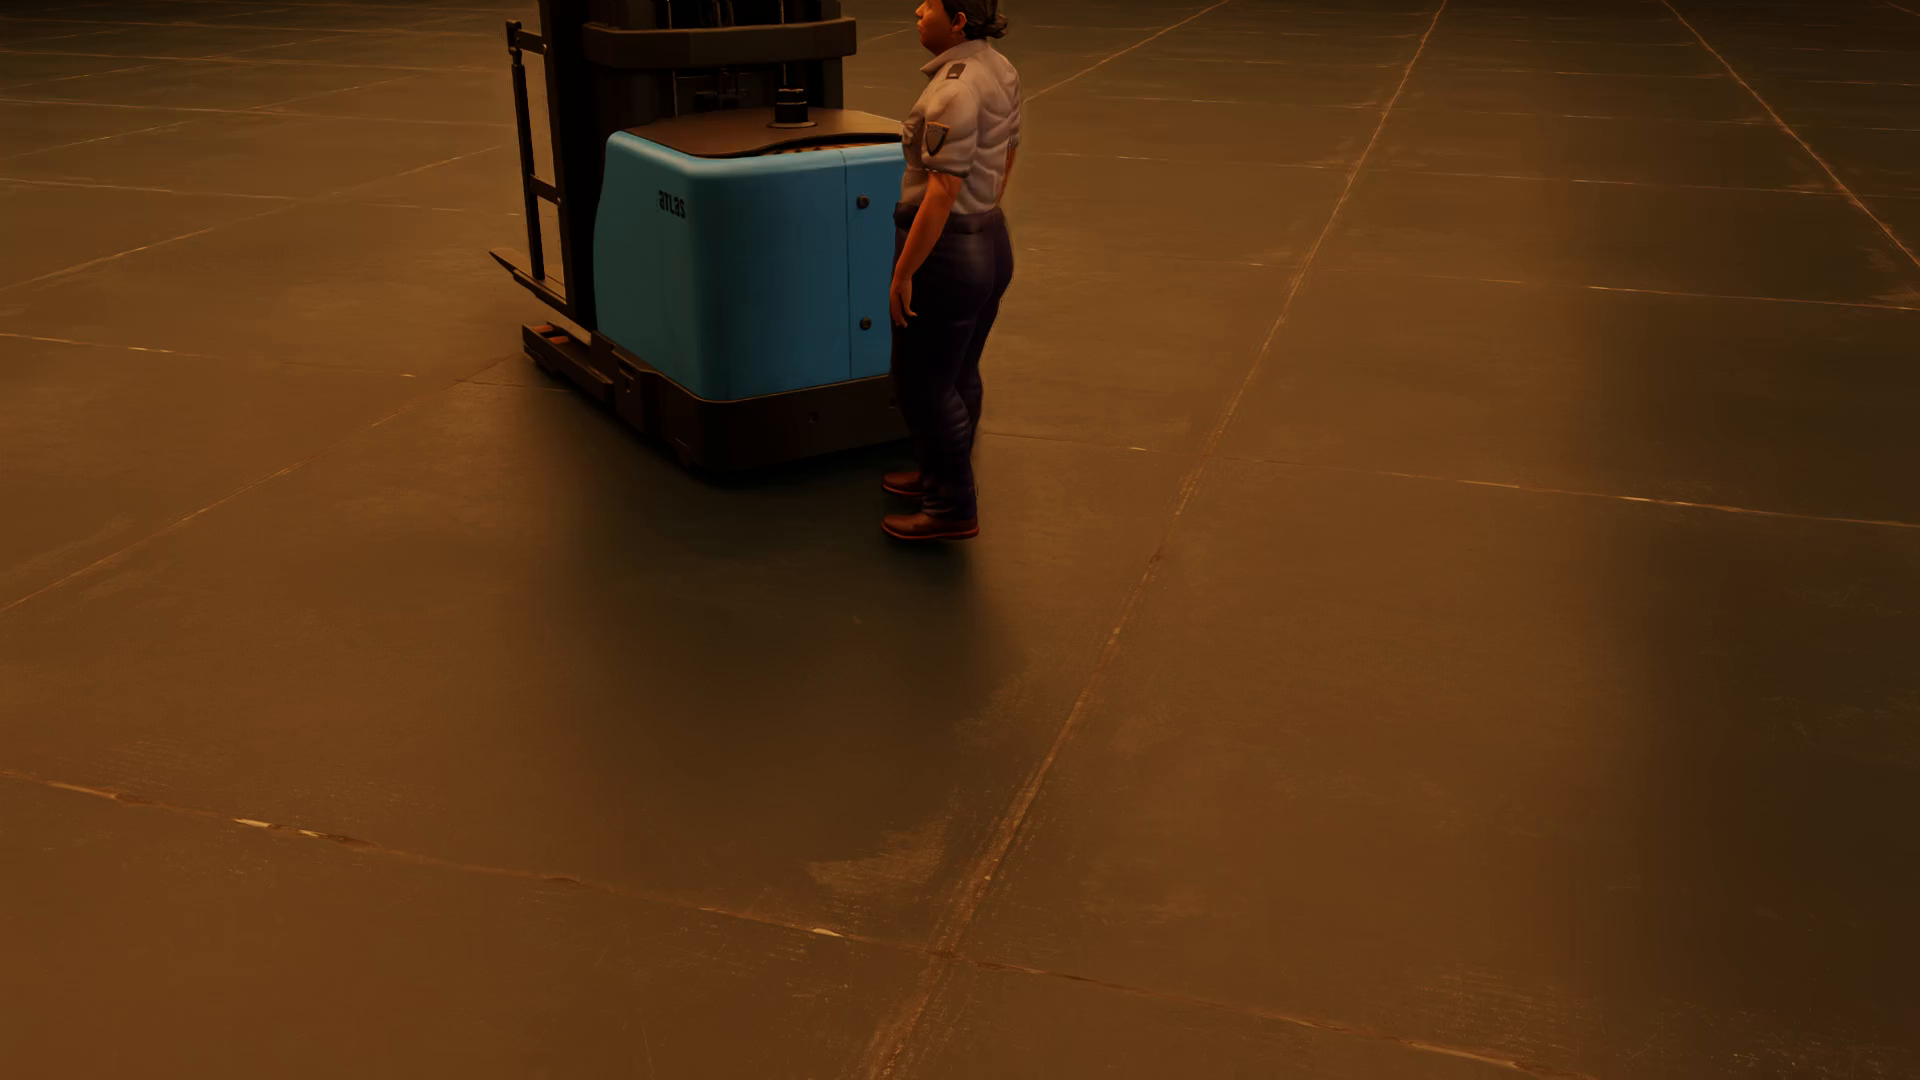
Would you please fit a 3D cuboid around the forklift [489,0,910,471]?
[{"bbox_3d":[-1.149,-2.095,6.355,1.130,2.935,3.031,-13,26,-29],"label":"forklift"}]

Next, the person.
[{"bbox_3d":[-0.099,-0.809,4.823,0.498,1.650,0.623,7,24,17],"label":"person"}]
